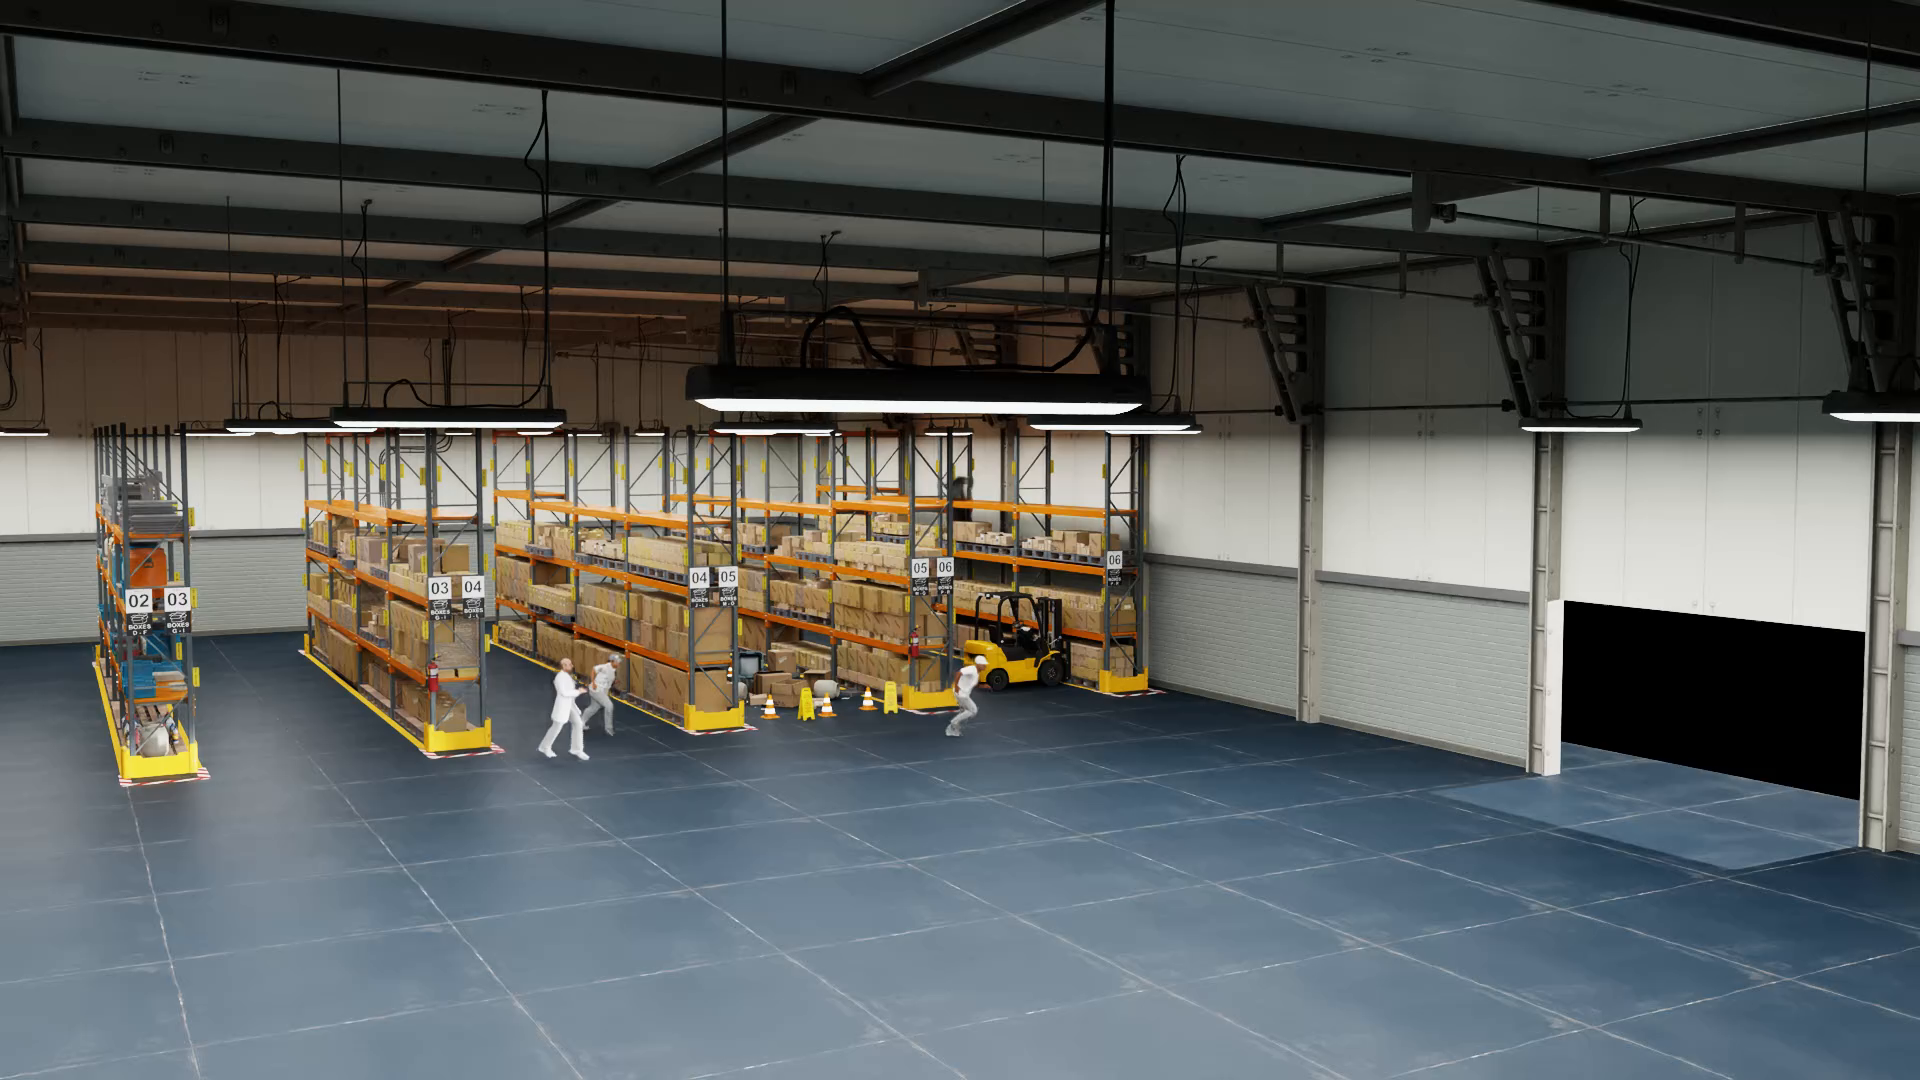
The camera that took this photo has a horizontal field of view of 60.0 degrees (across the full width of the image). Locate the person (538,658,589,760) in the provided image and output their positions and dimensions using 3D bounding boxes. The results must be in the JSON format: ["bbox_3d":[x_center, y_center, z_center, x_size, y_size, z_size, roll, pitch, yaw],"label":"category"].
[{"bbox_3d":[-7.091,3.020,29.664,0.932,1.831,0.670,1,4,11],"label":"person"}]

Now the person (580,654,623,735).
[{"bbox_3d":[-7.017,3.014,32.289,0.995,1.627,0.654,1,4,13],"label":"person"}]

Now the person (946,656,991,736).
[{"bbox_3d":[0.136,2.997,31.860,0.872,1.578,0.738,1,4,15],"label":"person"}]
